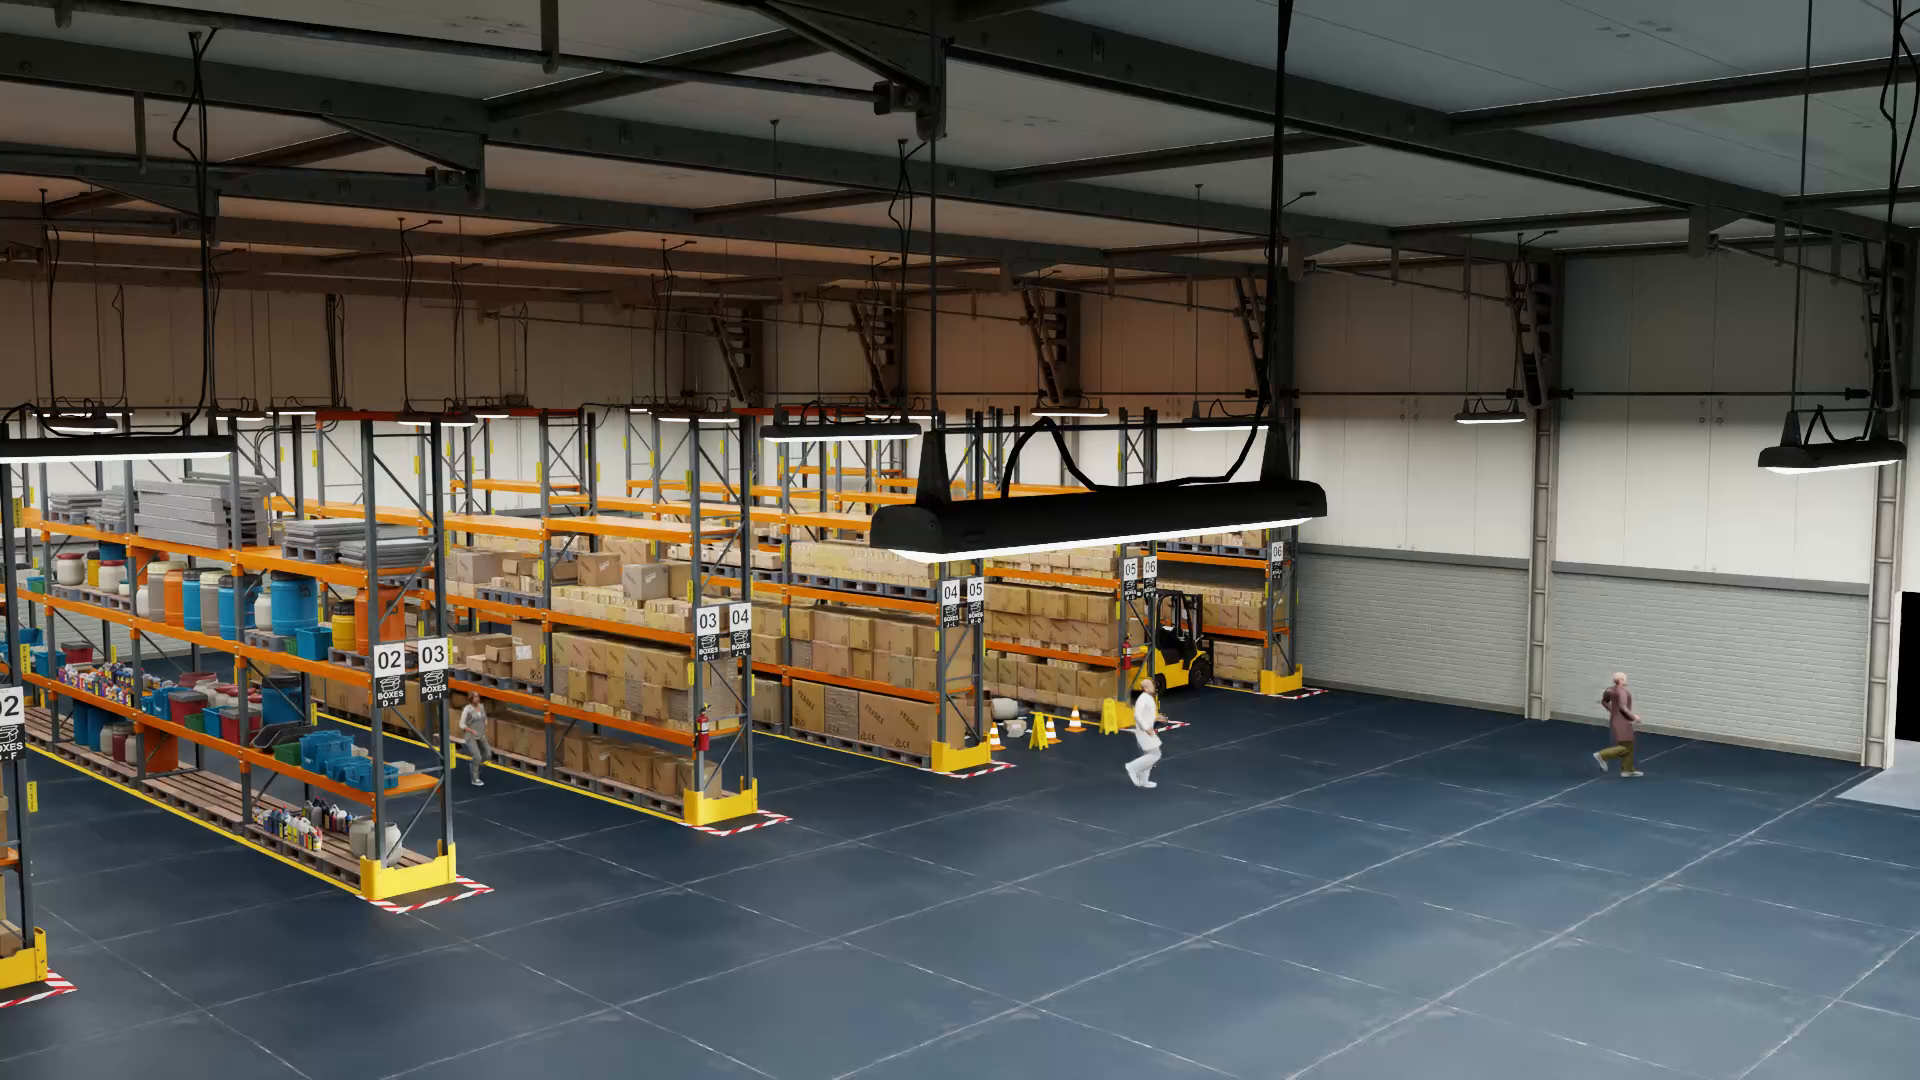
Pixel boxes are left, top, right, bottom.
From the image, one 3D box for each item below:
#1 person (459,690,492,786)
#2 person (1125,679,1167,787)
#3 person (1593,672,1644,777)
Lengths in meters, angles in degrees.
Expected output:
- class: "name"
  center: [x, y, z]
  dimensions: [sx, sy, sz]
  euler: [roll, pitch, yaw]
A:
- class: "person"
  center: [-7.791, 3.184, 26.768]
  dimensions: [0.530, 1.554, 0.512]
  euler: [4, 7, 40]
- class: "person"
  center: [2.995, 3.100, 26.732]
  dimensions: [0.670, 1.748, 0.699]
  euler: [0, 5, 4]
- class: "person"
  center: [10.829, 3.034, 27.330]
  dimensions: [0.865, 1.745, 0.726]
  euler: [0, 5, 0]
